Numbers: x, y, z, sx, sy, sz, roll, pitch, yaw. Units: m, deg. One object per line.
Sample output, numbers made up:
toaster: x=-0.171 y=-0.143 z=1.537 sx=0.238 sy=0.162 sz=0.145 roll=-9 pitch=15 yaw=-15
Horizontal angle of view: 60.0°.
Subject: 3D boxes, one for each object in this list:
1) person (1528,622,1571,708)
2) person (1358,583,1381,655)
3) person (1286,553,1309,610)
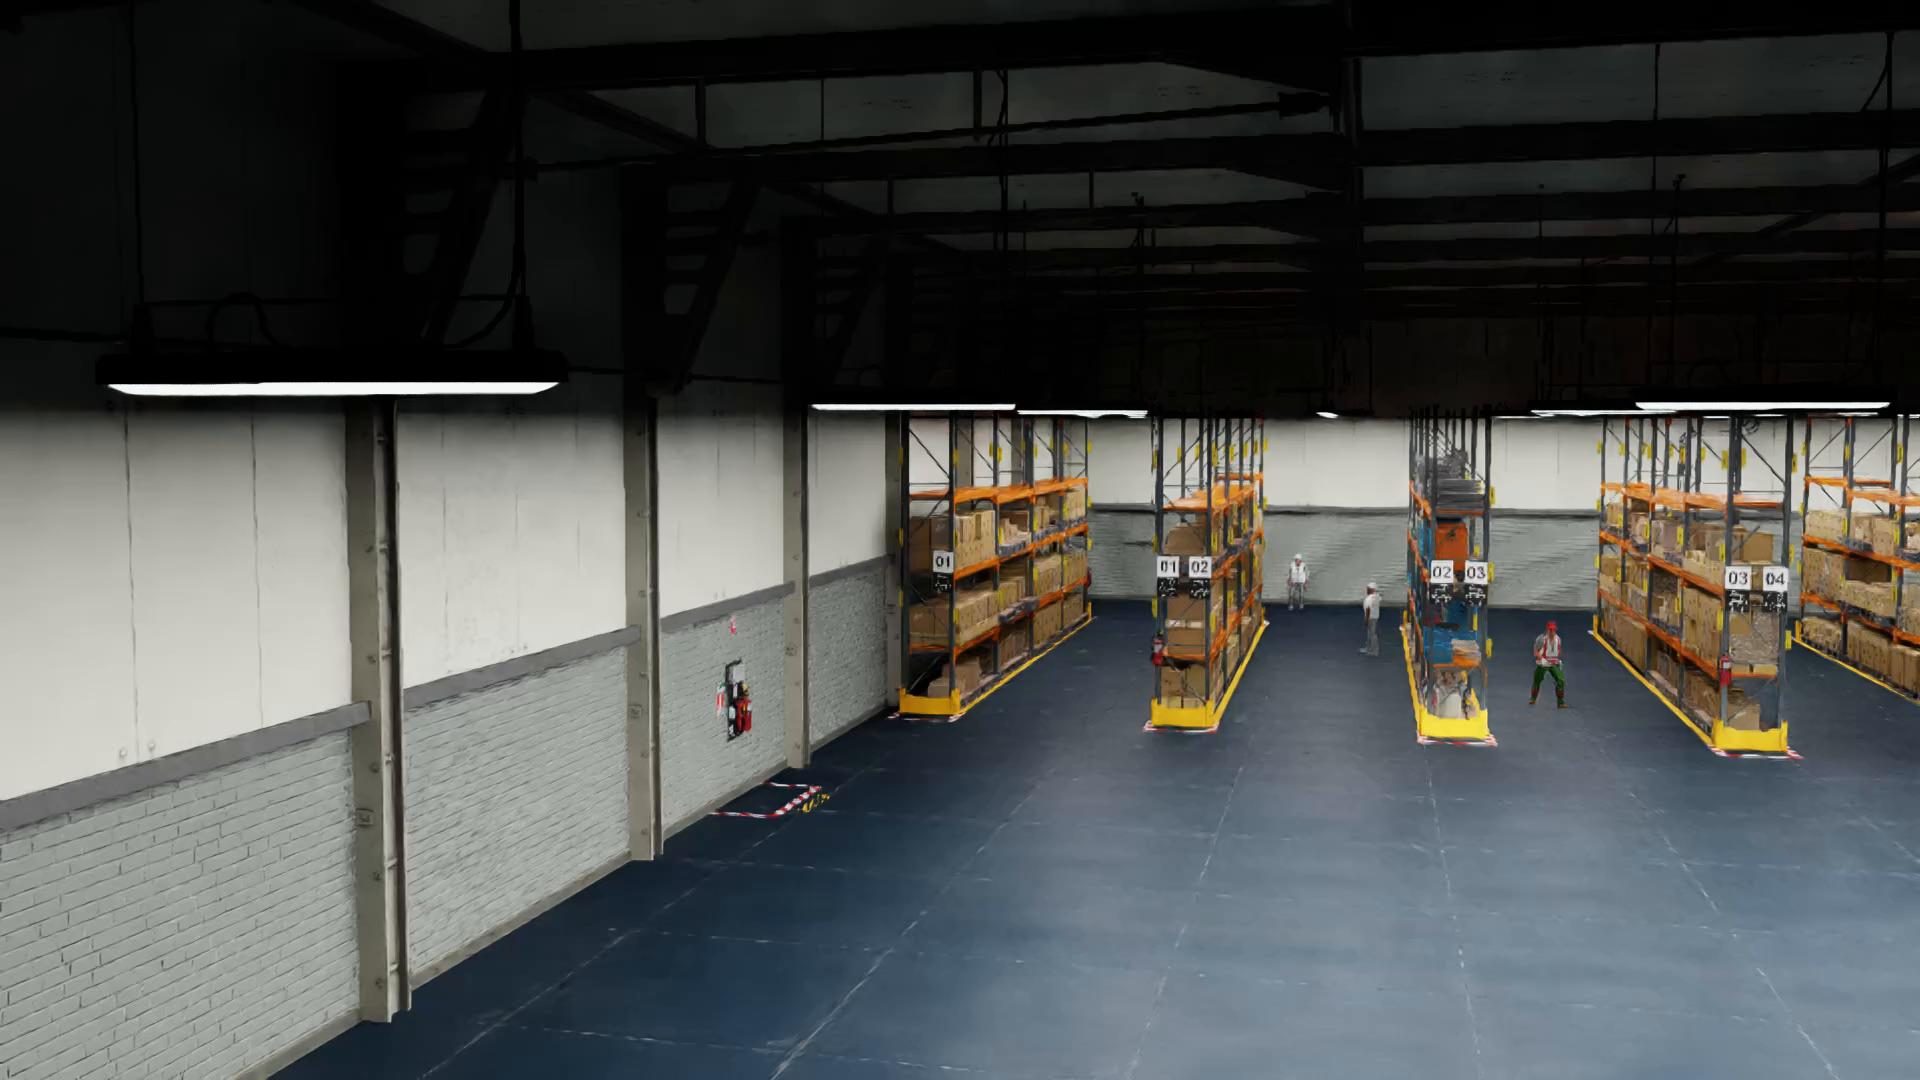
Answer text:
person: x=11.746 y=2.472 z=33.208 sx=0.675 sy=1.720 sz=0.842 roll=0 pitch=4 yaw=-3
person: x=10.023 y=1.915 z=40.701 sx=0.629 sy=1.760 sz=0.787 roll=3 pitch=5 yaw=34
person: x=10.226 y=1.257 z=50.373 sx=0.677 sy=1.726 sz=0.574 roll=1 pitch=4 yaw=11
